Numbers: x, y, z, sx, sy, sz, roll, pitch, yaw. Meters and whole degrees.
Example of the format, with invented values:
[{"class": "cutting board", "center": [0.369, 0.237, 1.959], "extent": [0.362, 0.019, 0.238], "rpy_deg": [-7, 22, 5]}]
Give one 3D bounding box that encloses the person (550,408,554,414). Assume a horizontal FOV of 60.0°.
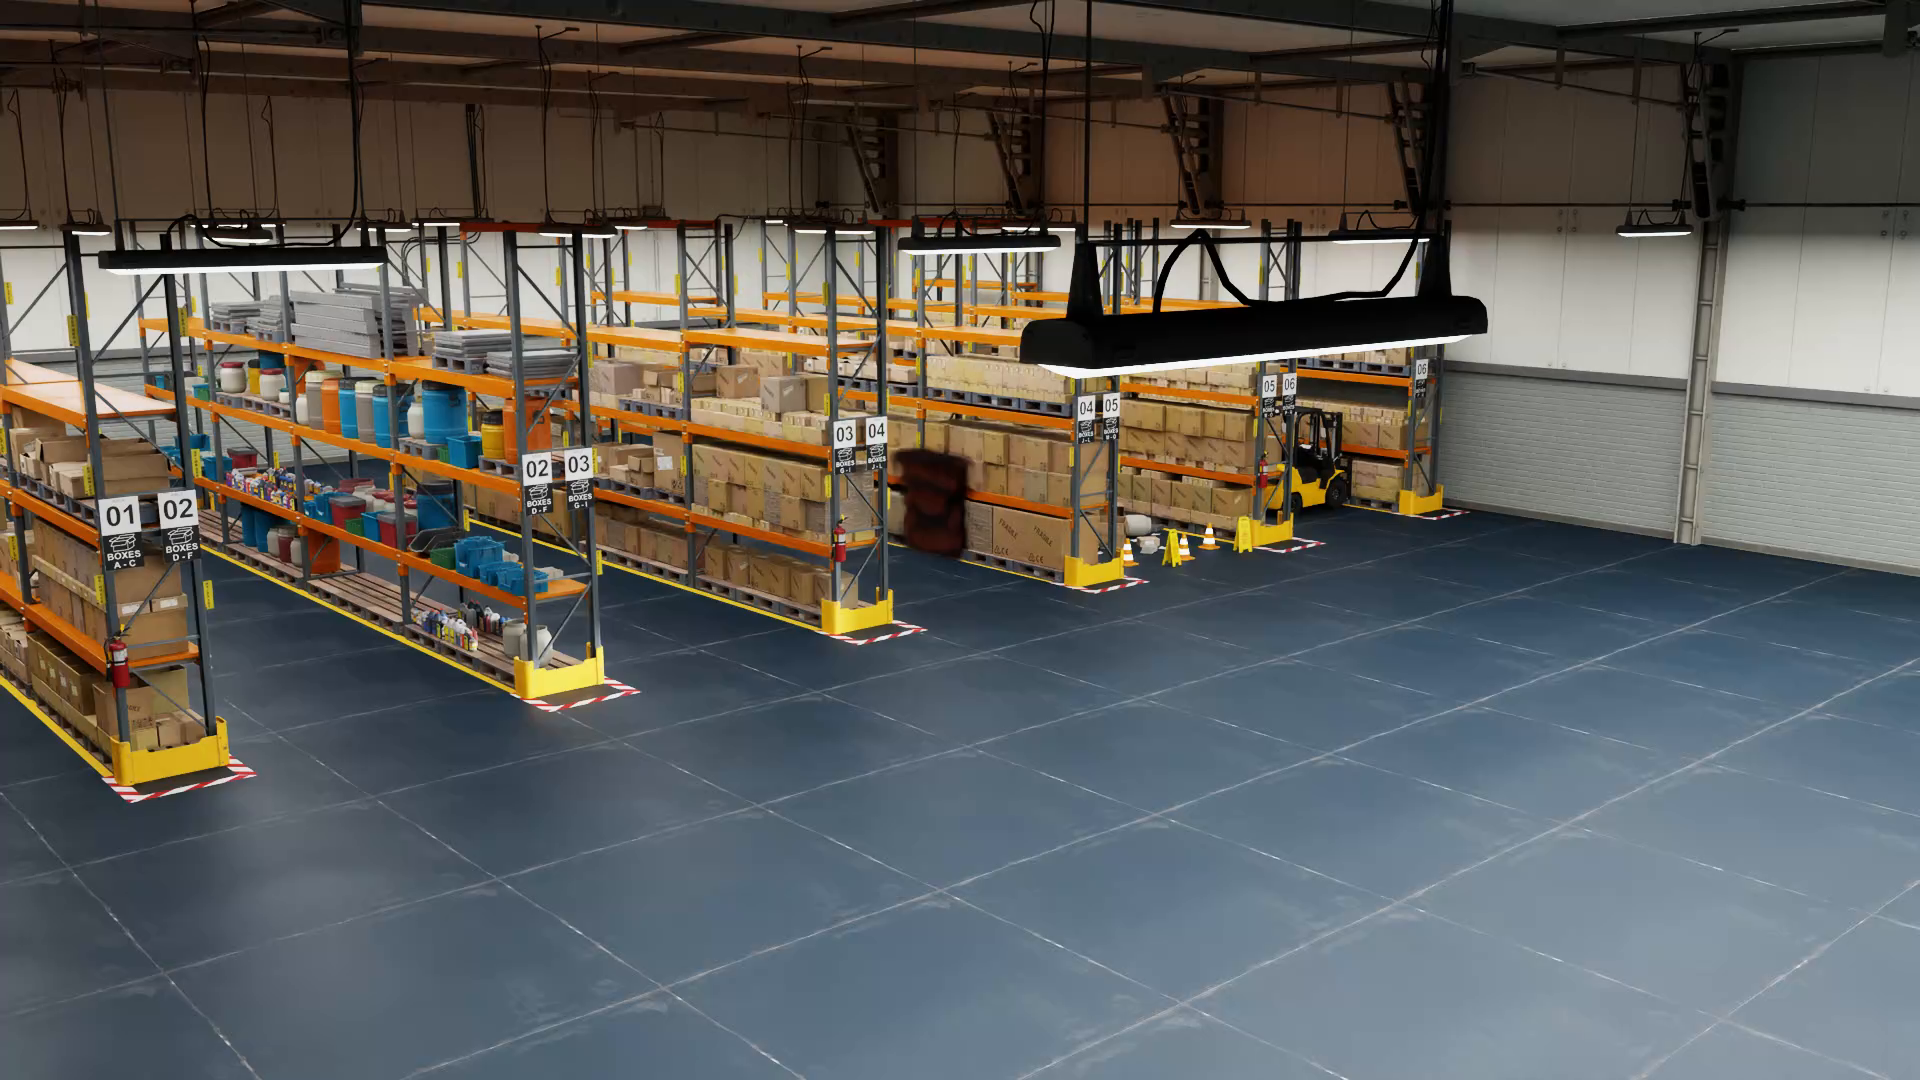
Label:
[{"class": "person", "center": [-10.128, -2.618, 40.426], "extent": [0.608, 1.714, 0.882], "rpy_deg": [-5, 12, -22]}]
